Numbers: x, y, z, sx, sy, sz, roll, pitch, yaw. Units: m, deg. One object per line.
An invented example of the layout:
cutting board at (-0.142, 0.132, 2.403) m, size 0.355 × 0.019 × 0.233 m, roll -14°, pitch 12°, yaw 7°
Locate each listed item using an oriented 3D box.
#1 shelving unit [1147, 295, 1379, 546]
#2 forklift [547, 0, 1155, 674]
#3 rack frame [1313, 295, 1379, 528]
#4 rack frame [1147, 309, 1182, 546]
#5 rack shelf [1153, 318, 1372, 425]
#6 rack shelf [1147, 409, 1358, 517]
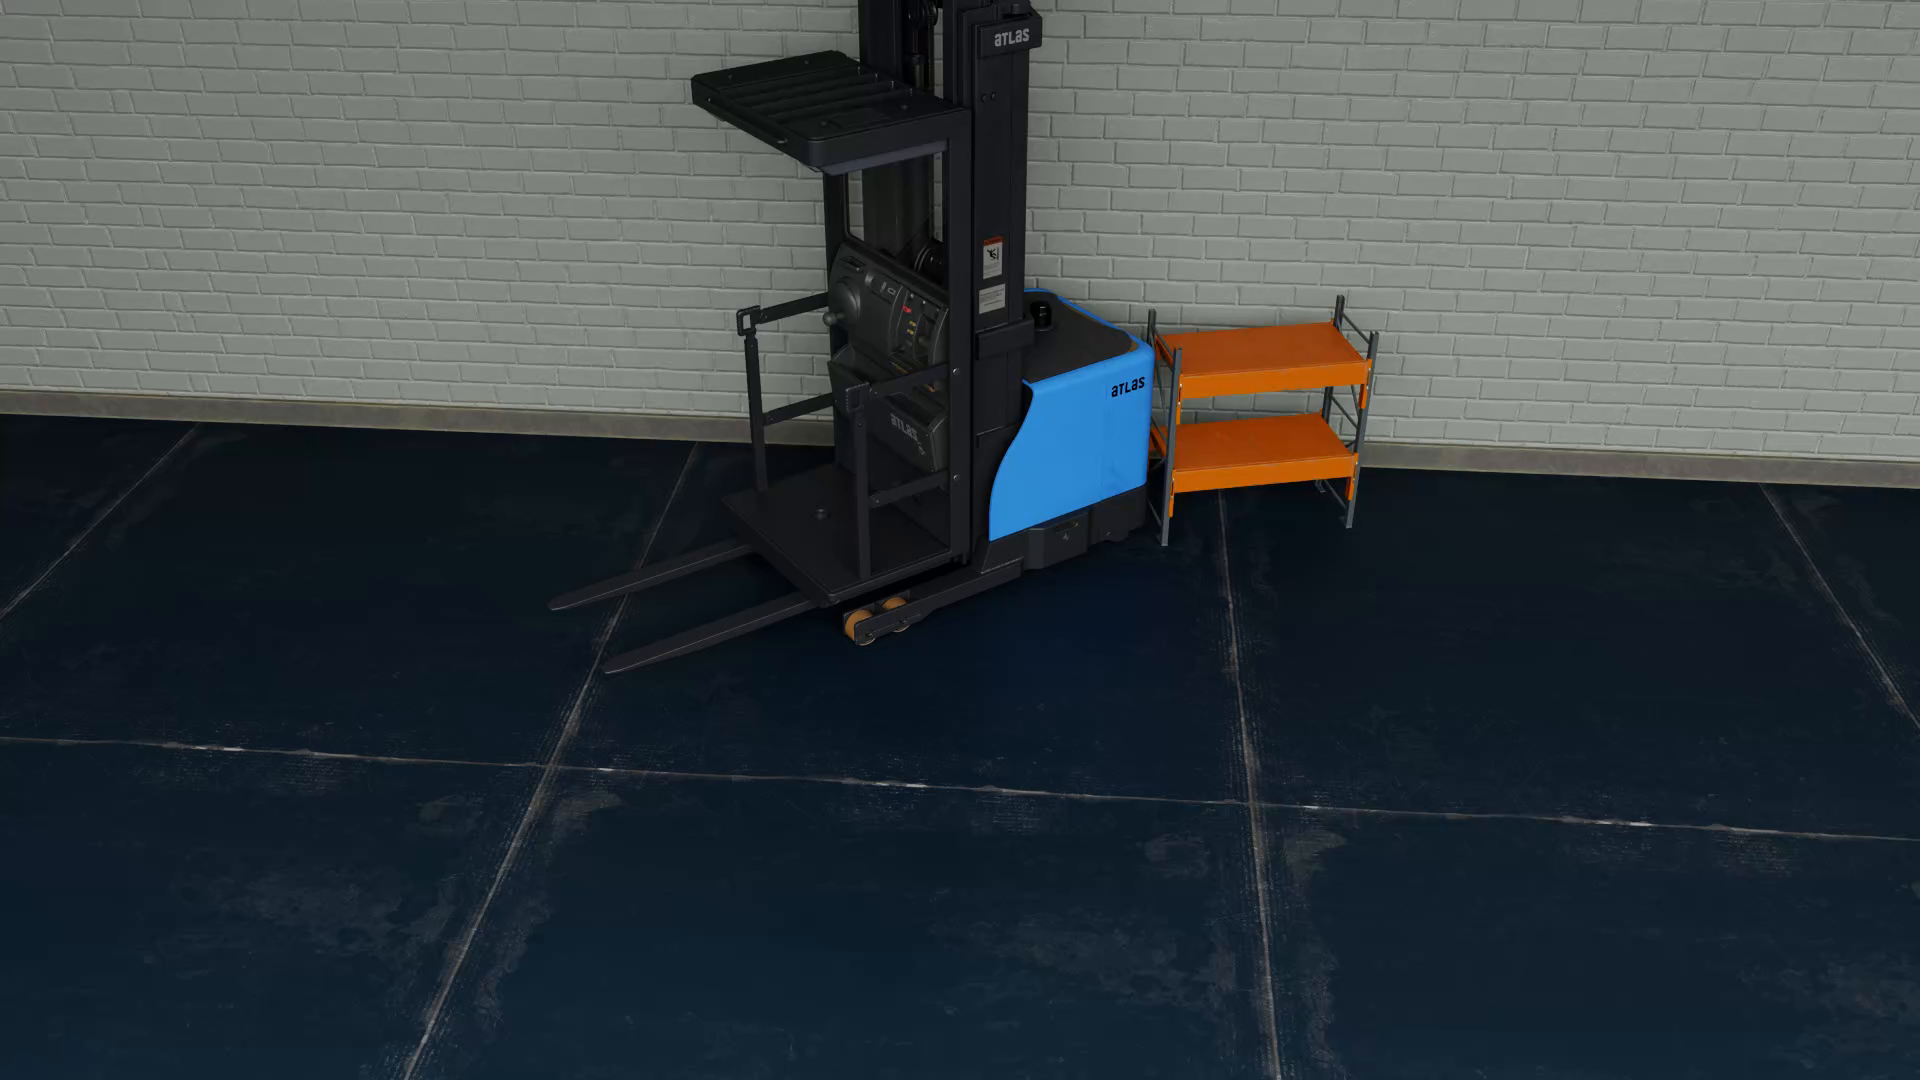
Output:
shelving unit at (1.526, -0.624, 8.690) m, size 1.048 × 1.125 × 0.538 m, roll -5°, pitch 32°, yaw -9°
forklift at (-0.514, -1.062, 7.679) m, size 3.031 × 2.935 × 1.130 m, roll -20°, pitch 37°, yaw -29°
rack frame at (2.026, -0.671, 8.767) m, size 0.032 × 1.125 × 0.500 m, roll -5°, pitch 32°, yaw -9°
rack frame at (1.026, -0.576, 8.613) m, size 0.032 × 1.125 × 0.500 m, roll -5°, pitch 32°, yaw -9°
rack shelf at (1.526, -0.873, 8.537) m, size 1.000 × 0.278 × 0.538 m, roll -5°, pitch 32°, yaw -9°
rack shelf at (1.526, -0.416, 8.818) m, size 1.000 × 0.278 × 0.538 m, roll -5°, pitch 32°, yaw -9°
